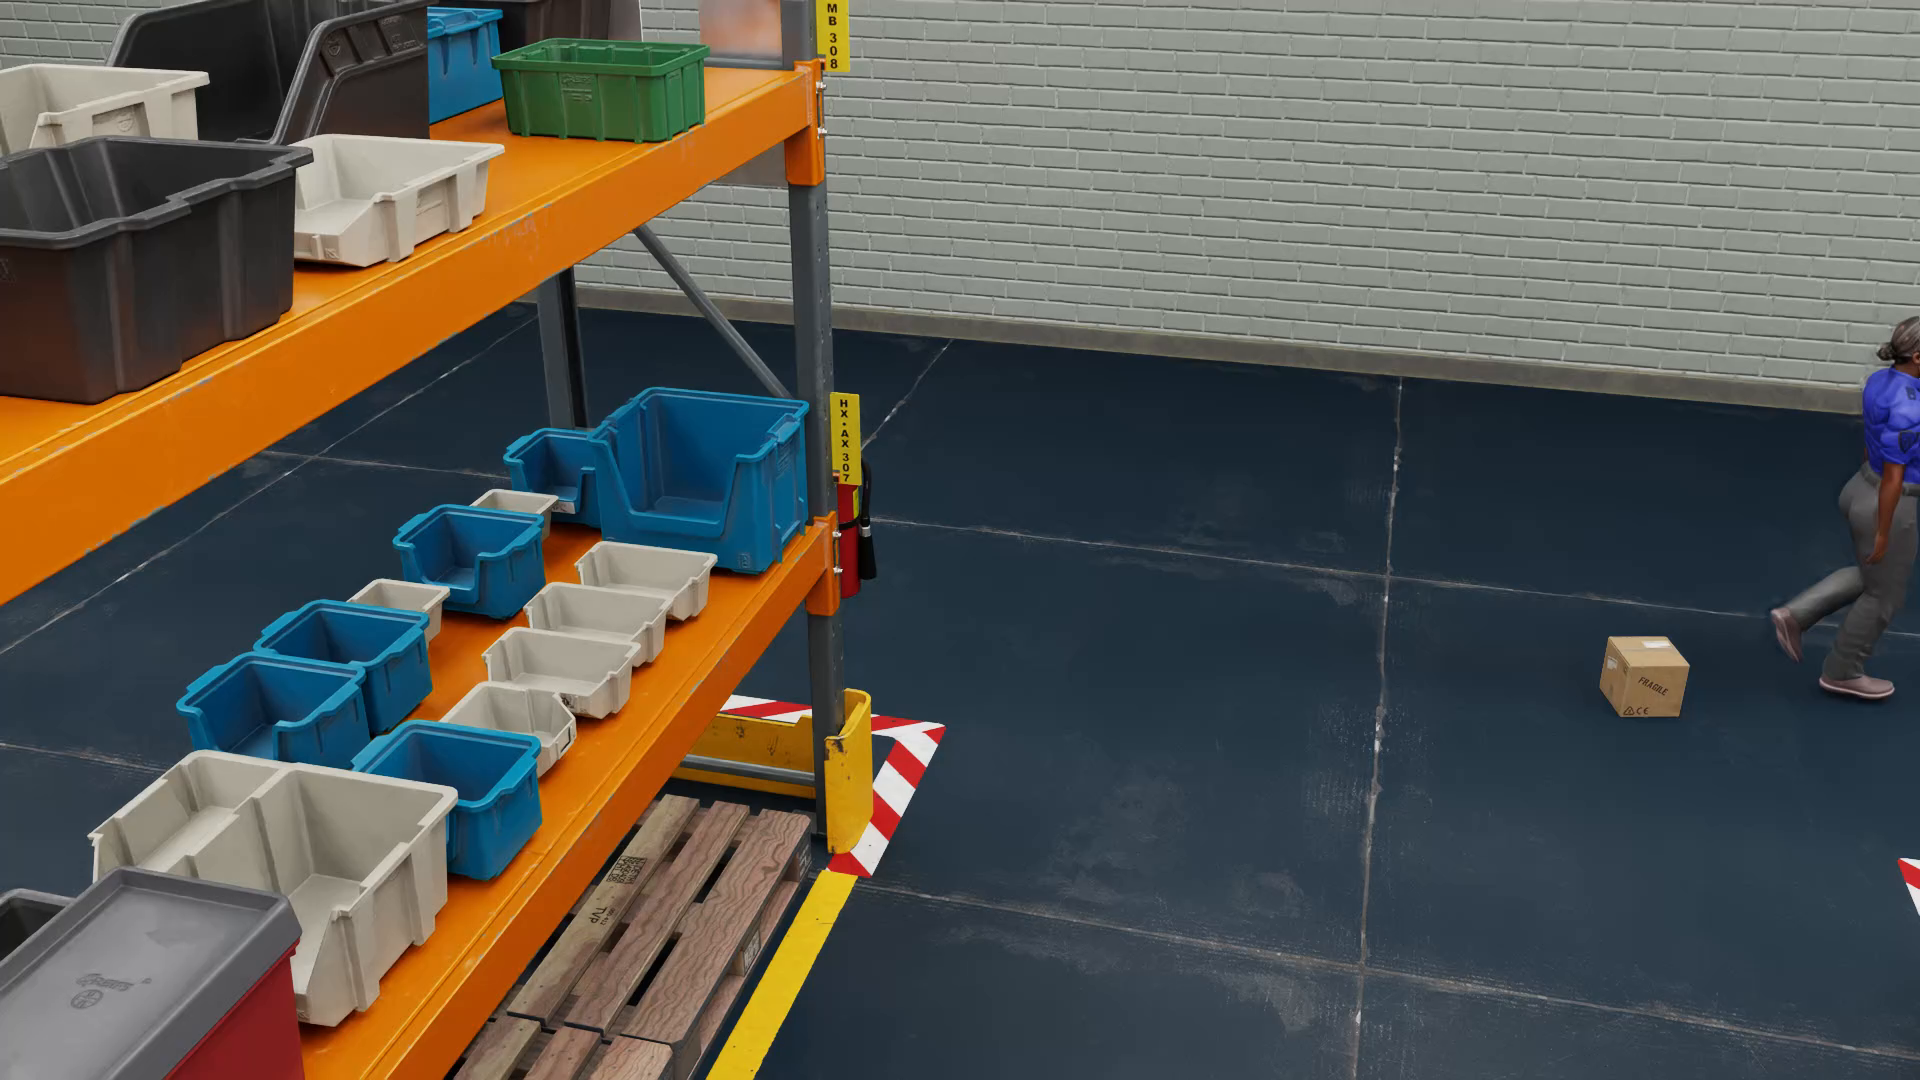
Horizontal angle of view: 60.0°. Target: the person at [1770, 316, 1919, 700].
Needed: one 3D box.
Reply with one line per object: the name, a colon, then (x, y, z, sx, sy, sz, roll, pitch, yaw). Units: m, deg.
person: (3.735, -0.129, 6.824, 0.505, 1.647, 0.467, 4, 26, 9)
